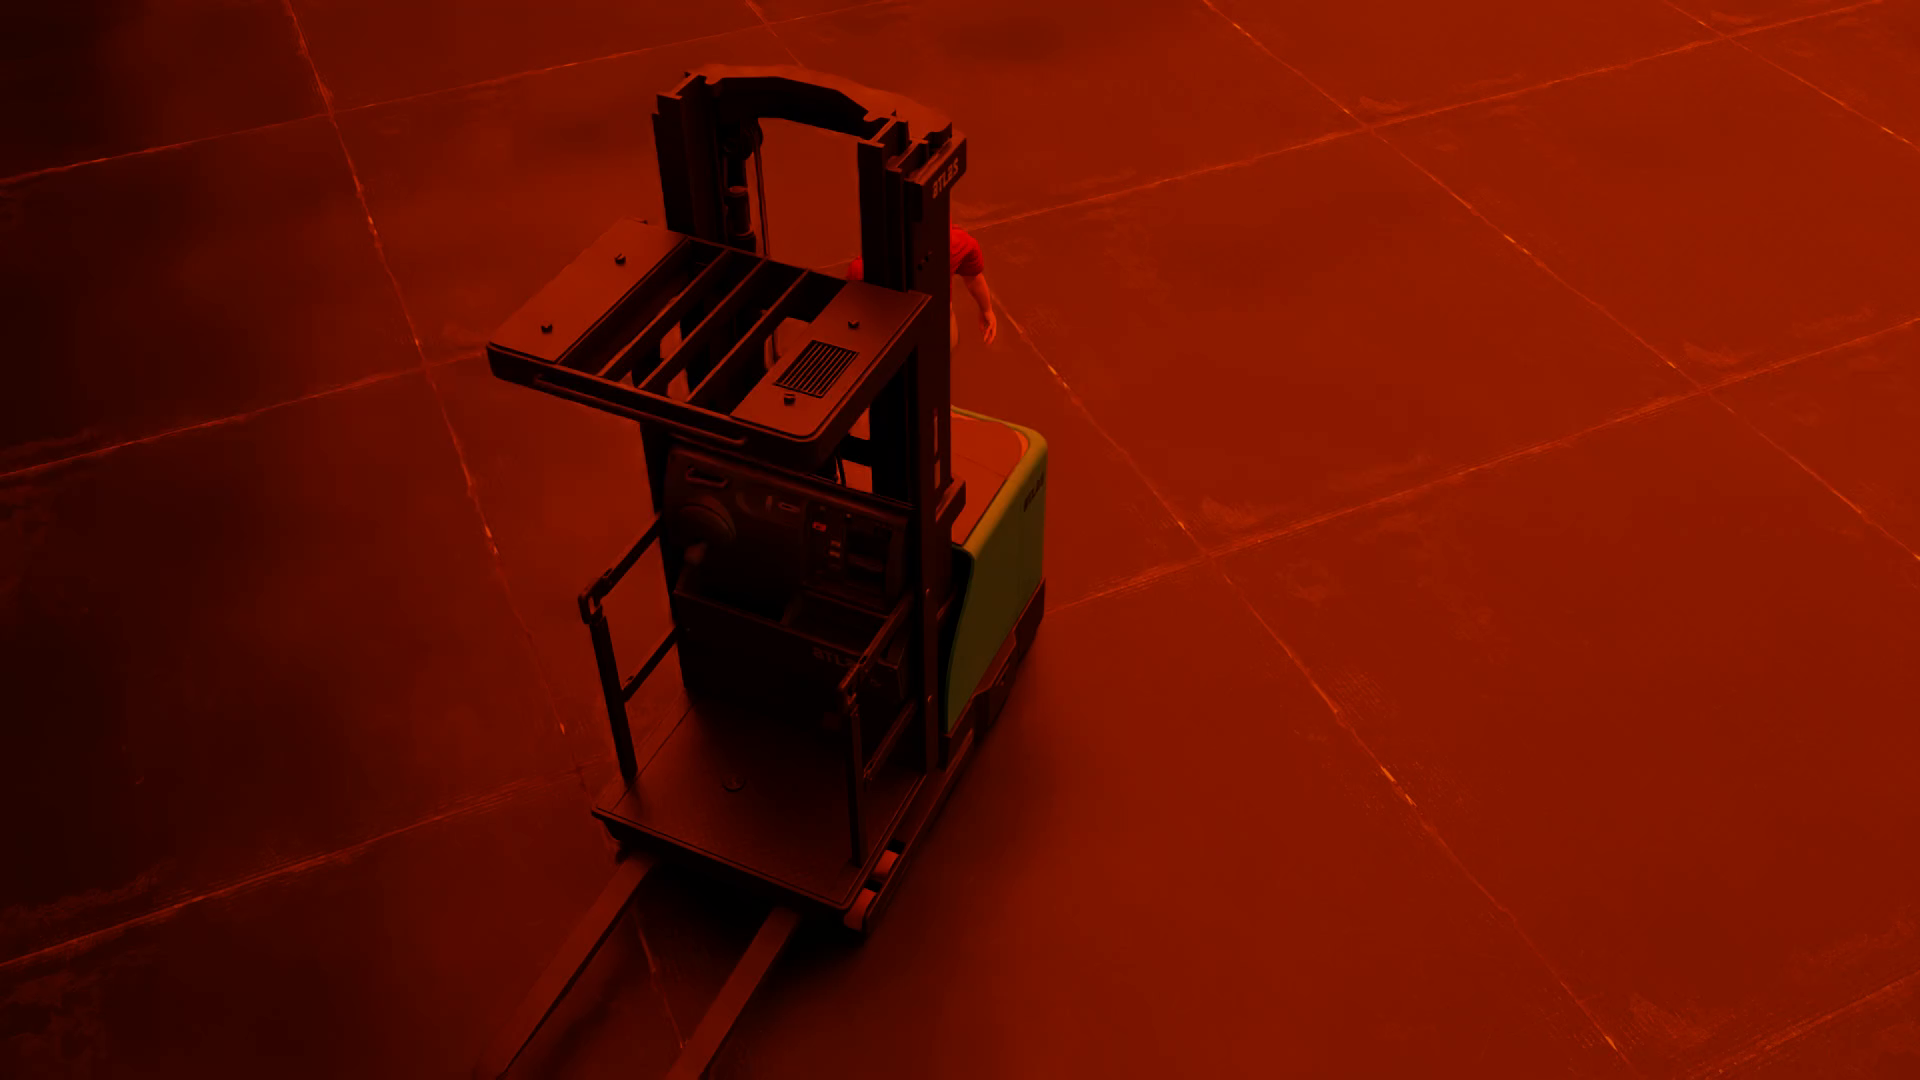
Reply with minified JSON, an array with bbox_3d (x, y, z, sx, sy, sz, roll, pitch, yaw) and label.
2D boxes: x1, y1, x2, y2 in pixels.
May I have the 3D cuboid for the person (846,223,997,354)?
[{"bbox_3d":[-0.179,-0.997,7.705,0.707,1.639,0.840,-28,50,-27],"label":"person"}]

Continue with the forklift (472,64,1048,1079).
[{"bbox_3d":[-0.701,0.057,5.619,1.130,2.935,3.031,17,46,18],"label":"forklift"}]
